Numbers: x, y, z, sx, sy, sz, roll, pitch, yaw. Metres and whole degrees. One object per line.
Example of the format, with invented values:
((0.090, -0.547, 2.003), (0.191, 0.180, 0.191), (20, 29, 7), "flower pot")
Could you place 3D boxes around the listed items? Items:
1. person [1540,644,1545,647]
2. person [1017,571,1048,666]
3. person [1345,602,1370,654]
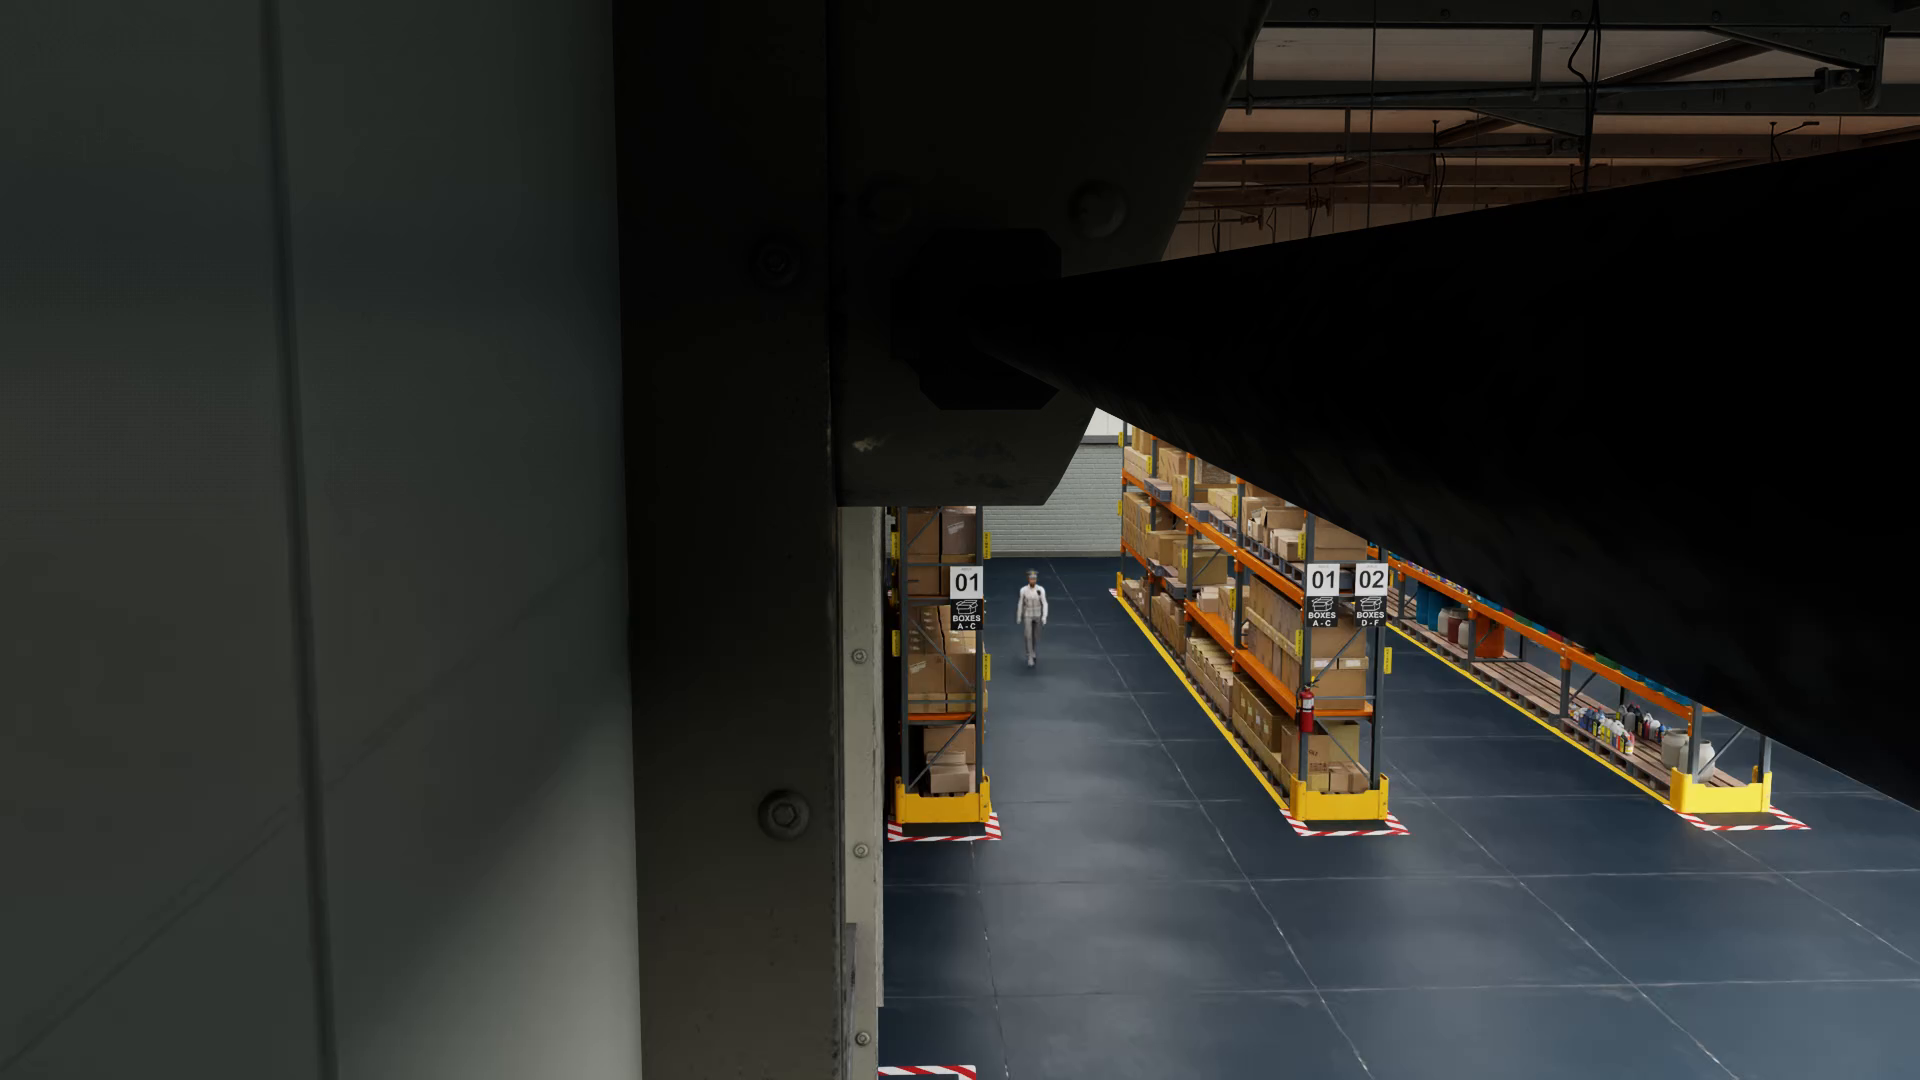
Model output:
((10.890, 1.173, 31.173), (0.374, 1.537, 0.969), (-1, 8, -8), "person")
((1.314, 1.354, 29.531), (0.505, 1.622, 1.022), (-2, 8, -11), "person")
((6.305, 1.693, 26.743), (0.514, 1.750, 0.969), (-2, 8, -15), "person")
